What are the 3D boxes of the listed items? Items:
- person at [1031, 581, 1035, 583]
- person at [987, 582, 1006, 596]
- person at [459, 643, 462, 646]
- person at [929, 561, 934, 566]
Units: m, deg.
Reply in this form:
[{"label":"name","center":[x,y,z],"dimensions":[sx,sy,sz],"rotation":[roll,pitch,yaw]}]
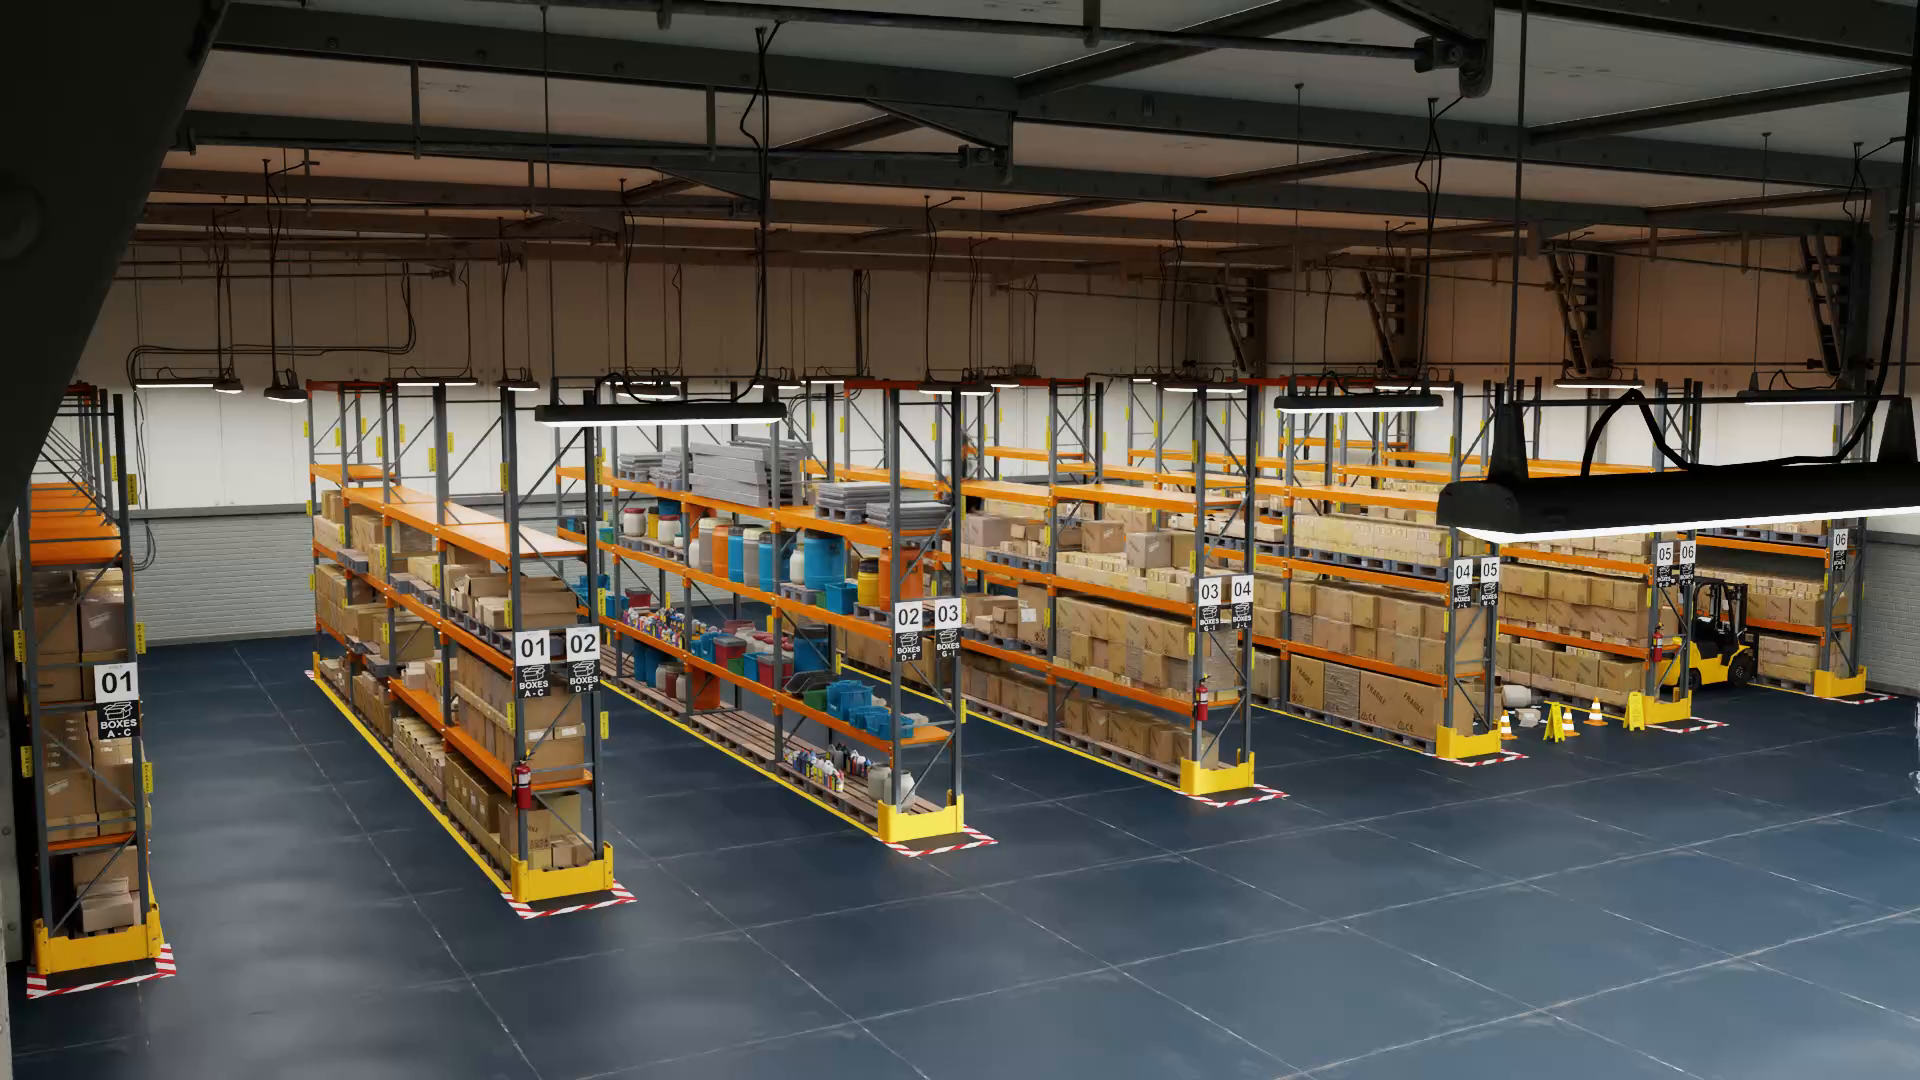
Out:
[{"label":"person","center":[1.547,1.600,35.523],"dimensions":[0.562,1.607,0.926],"rotation":[-5,8,-38]},{"label":"person","center":[0.858,1.019,42.519],"dimensions":[0.841,1.572,0.546],"rotation":[-5,8,-40]},{"label":"person","center":[-9.658,1.997,32.782],"dimensions":[0.696,1.728,0.674],"rotation":[-5,8,-38]},{"label":"person","center":[-0.703,1.319,39.390],"dimensions":[0.714,1.664,0.758],"rotation":[-2,6,-14]}]
